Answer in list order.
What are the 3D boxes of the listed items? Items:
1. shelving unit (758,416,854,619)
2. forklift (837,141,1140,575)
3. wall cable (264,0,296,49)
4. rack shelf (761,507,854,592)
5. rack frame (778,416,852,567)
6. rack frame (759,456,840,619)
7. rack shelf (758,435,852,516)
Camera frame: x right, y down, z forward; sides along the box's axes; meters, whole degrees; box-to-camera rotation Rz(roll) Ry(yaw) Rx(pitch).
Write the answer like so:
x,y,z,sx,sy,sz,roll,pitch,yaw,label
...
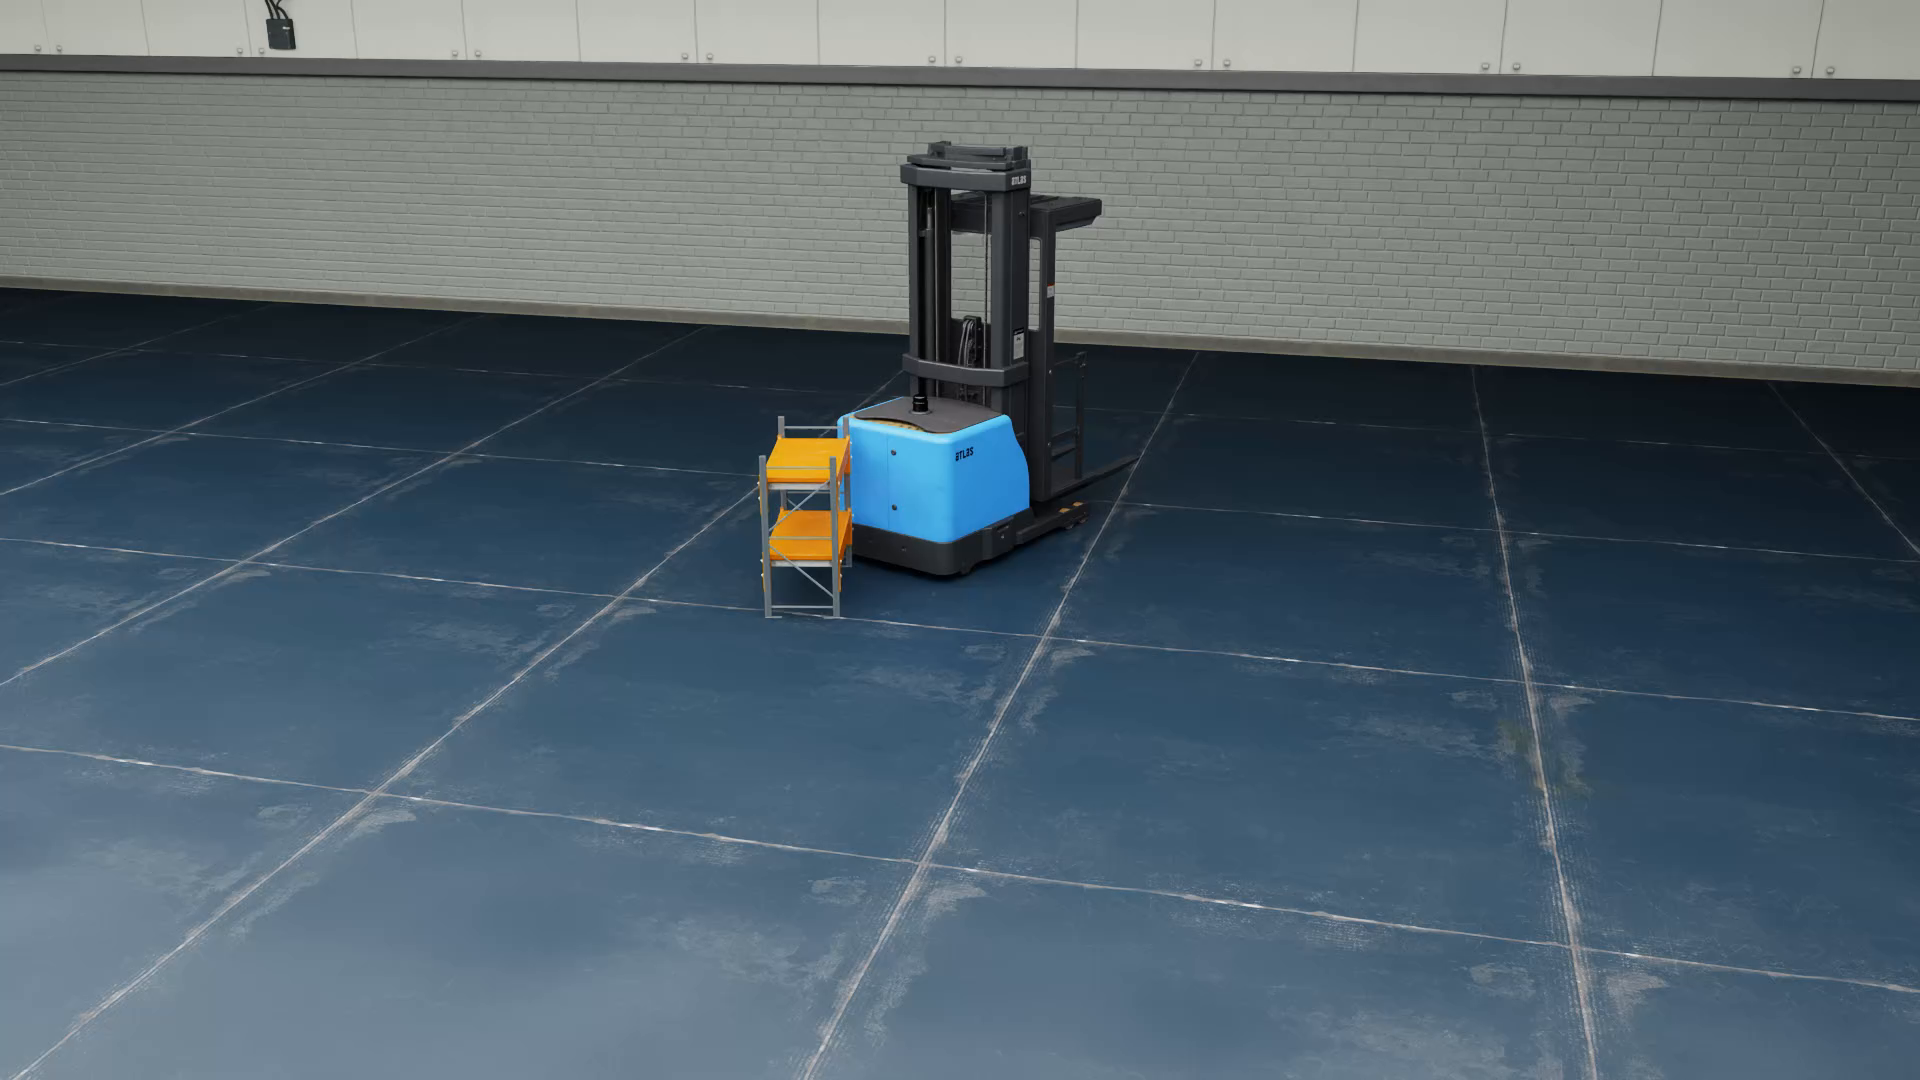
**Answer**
x,y,z,sx,sy,sz,roll,pitch,yaw,label
-1.045,-0.174,11.458,0.538,1.125,1.048,0,19,1,shelving unit
0.369,-1.552,12.697,1.130,2.935,3.031,13,23,34,forklift
-7.453,-8.863,19.453,2.305,6.003,0.169,5,19,13,wall cable
-1.045,0.057,11.537,0.538,0.278,1.000,0,19,1,rack shelf
-1.036,-0.339,11.939,0.500,1.125,0.032,0,19,1,rack frame
-1.054,-0.010,10.977,0.500,1.125,0.032,0,19,1,rack frame
-1.045,-0.451,11.363,0.538,0.278,1.000,0,19,1,rack shelf
